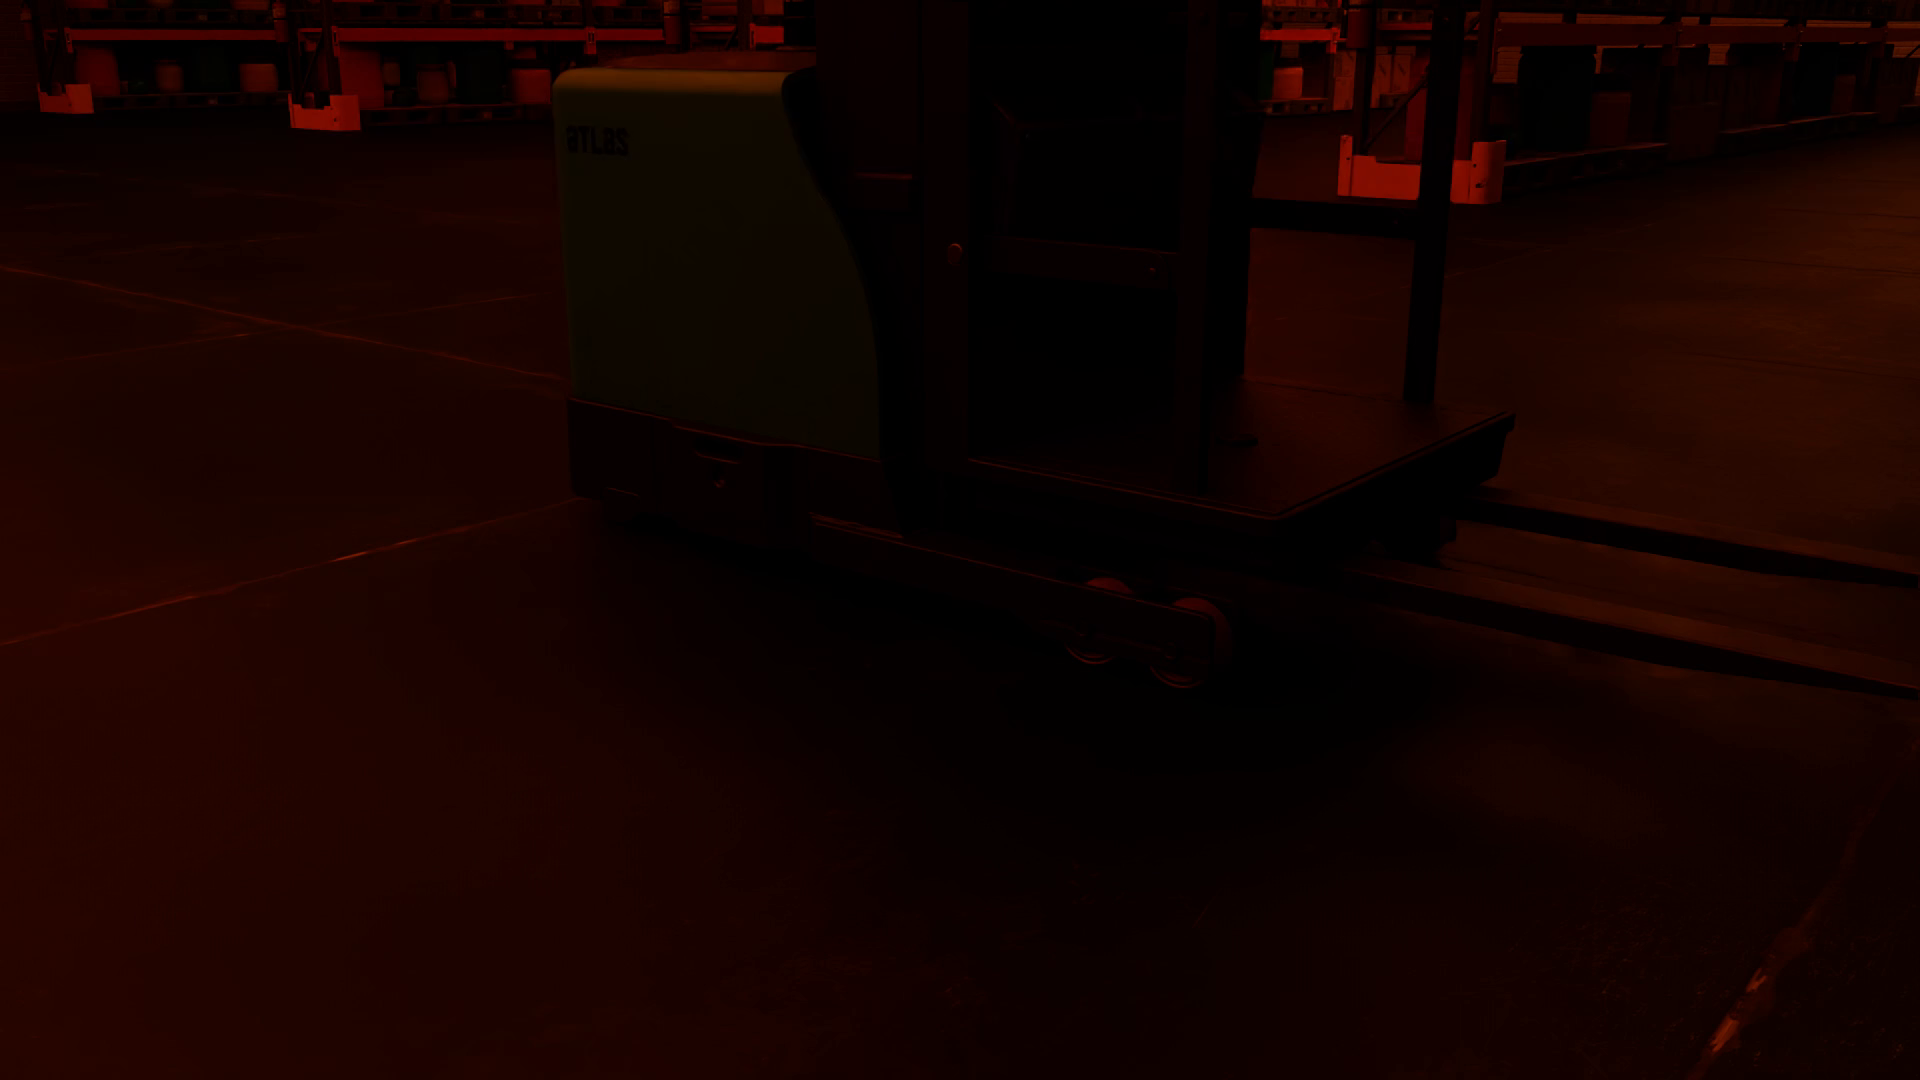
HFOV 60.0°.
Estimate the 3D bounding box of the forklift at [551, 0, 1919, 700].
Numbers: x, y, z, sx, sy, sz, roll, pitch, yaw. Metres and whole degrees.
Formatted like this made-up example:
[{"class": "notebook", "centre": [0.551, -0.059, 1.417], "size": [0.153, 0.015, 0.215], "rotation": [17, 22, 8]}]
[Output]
[{"class": "forklift", "centre": [0.509, -1.303, 3.189], "size": [3.031, 2.935, 1.130], "rotation": [13, 21, 37]}]
